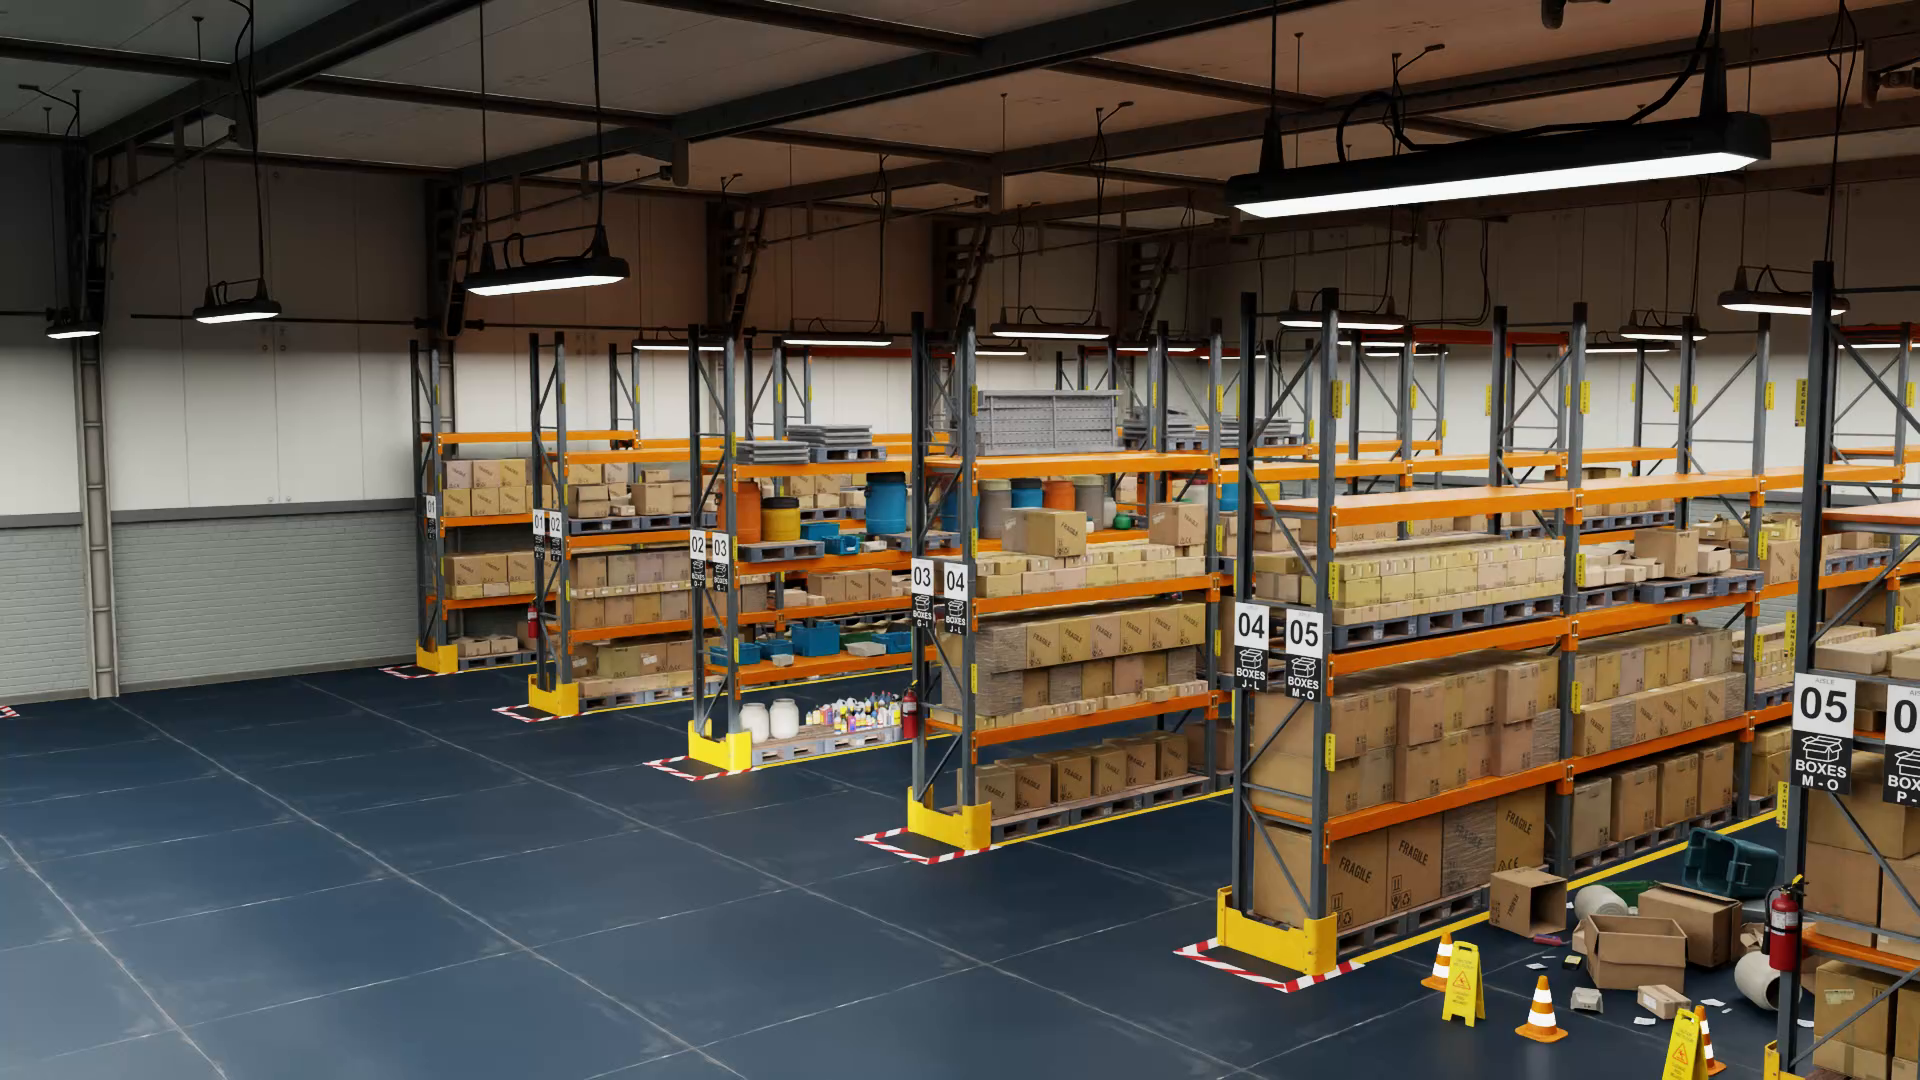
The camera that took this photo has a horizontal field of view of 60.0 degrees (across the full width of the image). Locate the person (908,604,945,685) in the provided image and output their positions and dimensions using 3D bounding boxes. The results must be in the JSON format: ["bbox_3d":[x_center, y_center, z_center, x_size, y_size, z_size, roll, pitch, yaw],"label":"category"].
[{"bbox_3d":[-0.420,1.633,28.719,0.650,1.705,1.079,5,7,41],"label":"person"}]

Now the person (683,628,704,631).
[{"bbox_3d":[-4.780,1.517,30.129,0.659,1.744,0.656,4,7,38],"label":"person"}]

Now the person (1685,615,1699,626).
[{"bbox_3d":[11.272,1.968,25.746,1.082,1.612,0.522,-5,7,-42],"label":"person"}]
